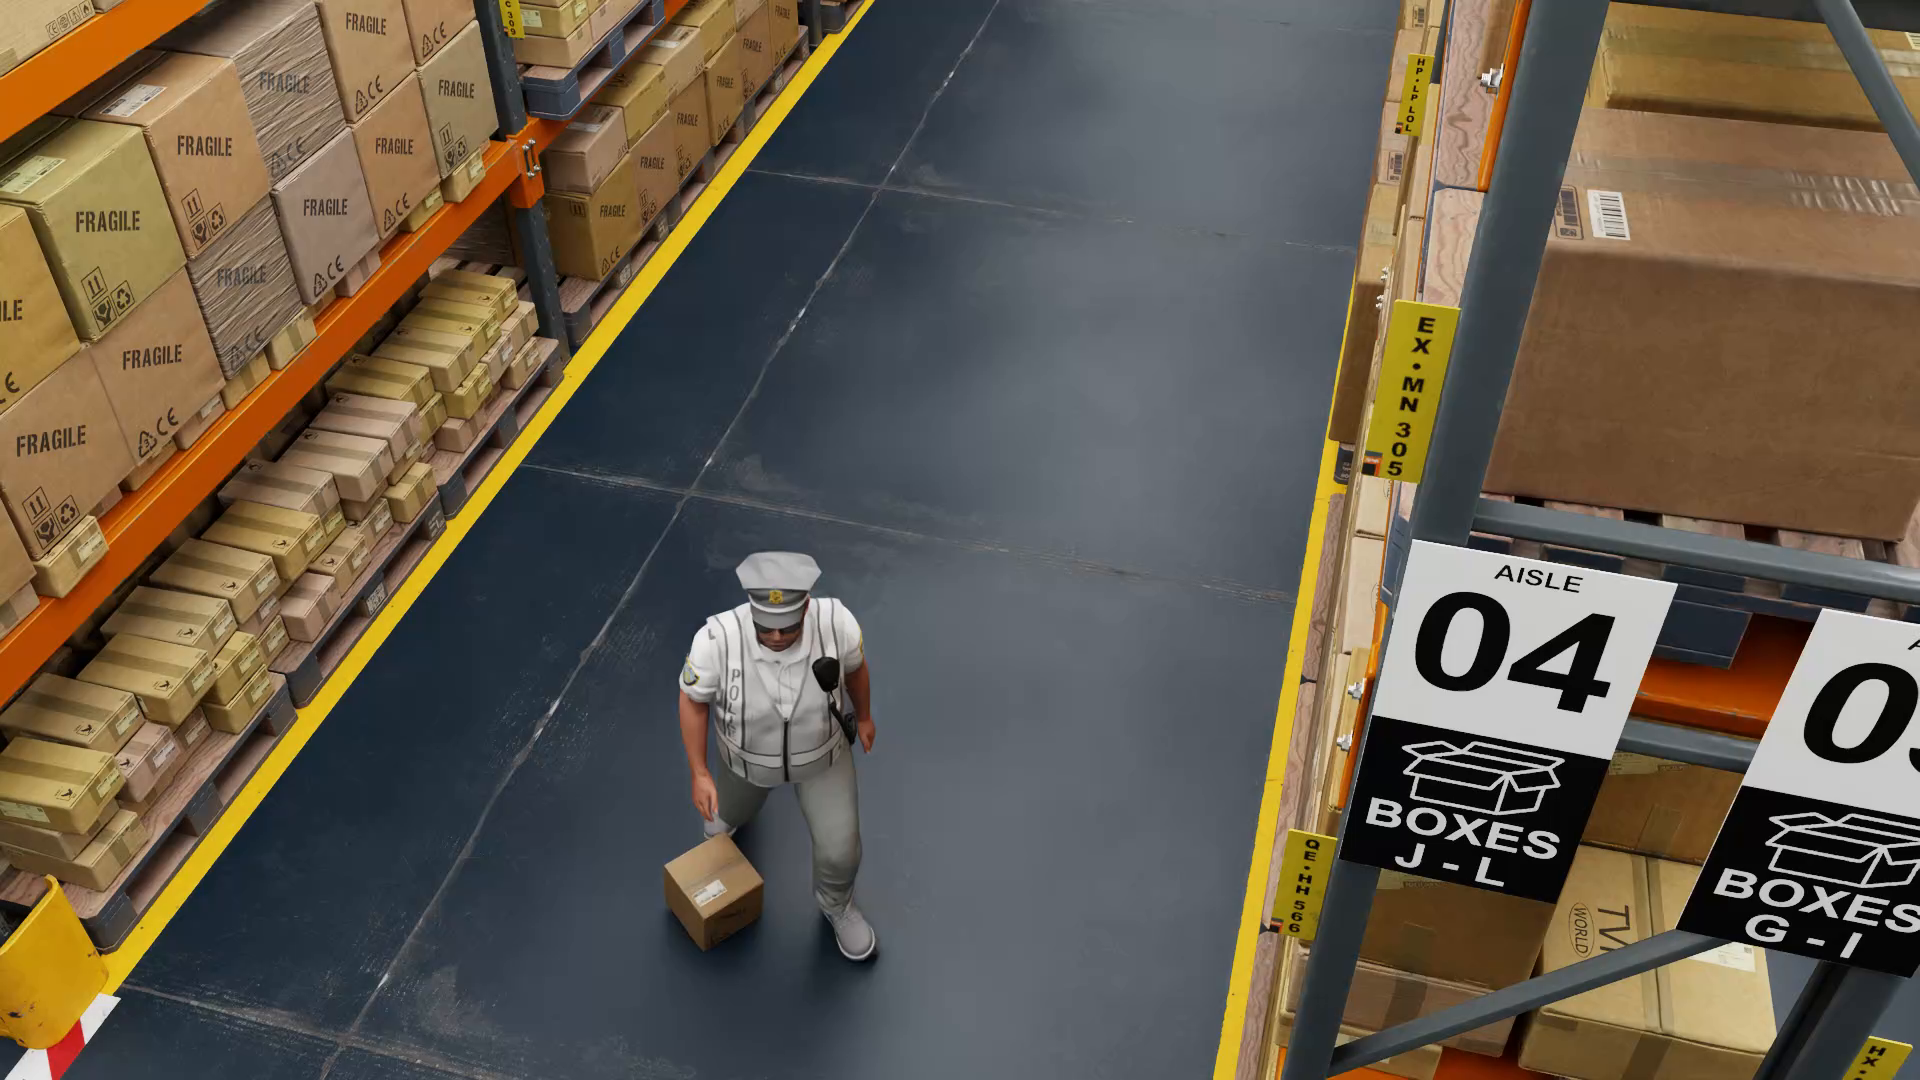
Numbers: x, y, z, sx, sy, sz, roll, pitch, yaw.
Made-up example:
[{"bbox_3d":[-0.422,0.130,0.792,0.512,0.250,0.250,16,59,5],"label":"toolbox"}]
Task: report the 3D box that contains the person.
[{"bbox_3d":[-0.599,0.578,5.483,0.637,1.699,0.836,-5,41,-6],"label":"person"}]
